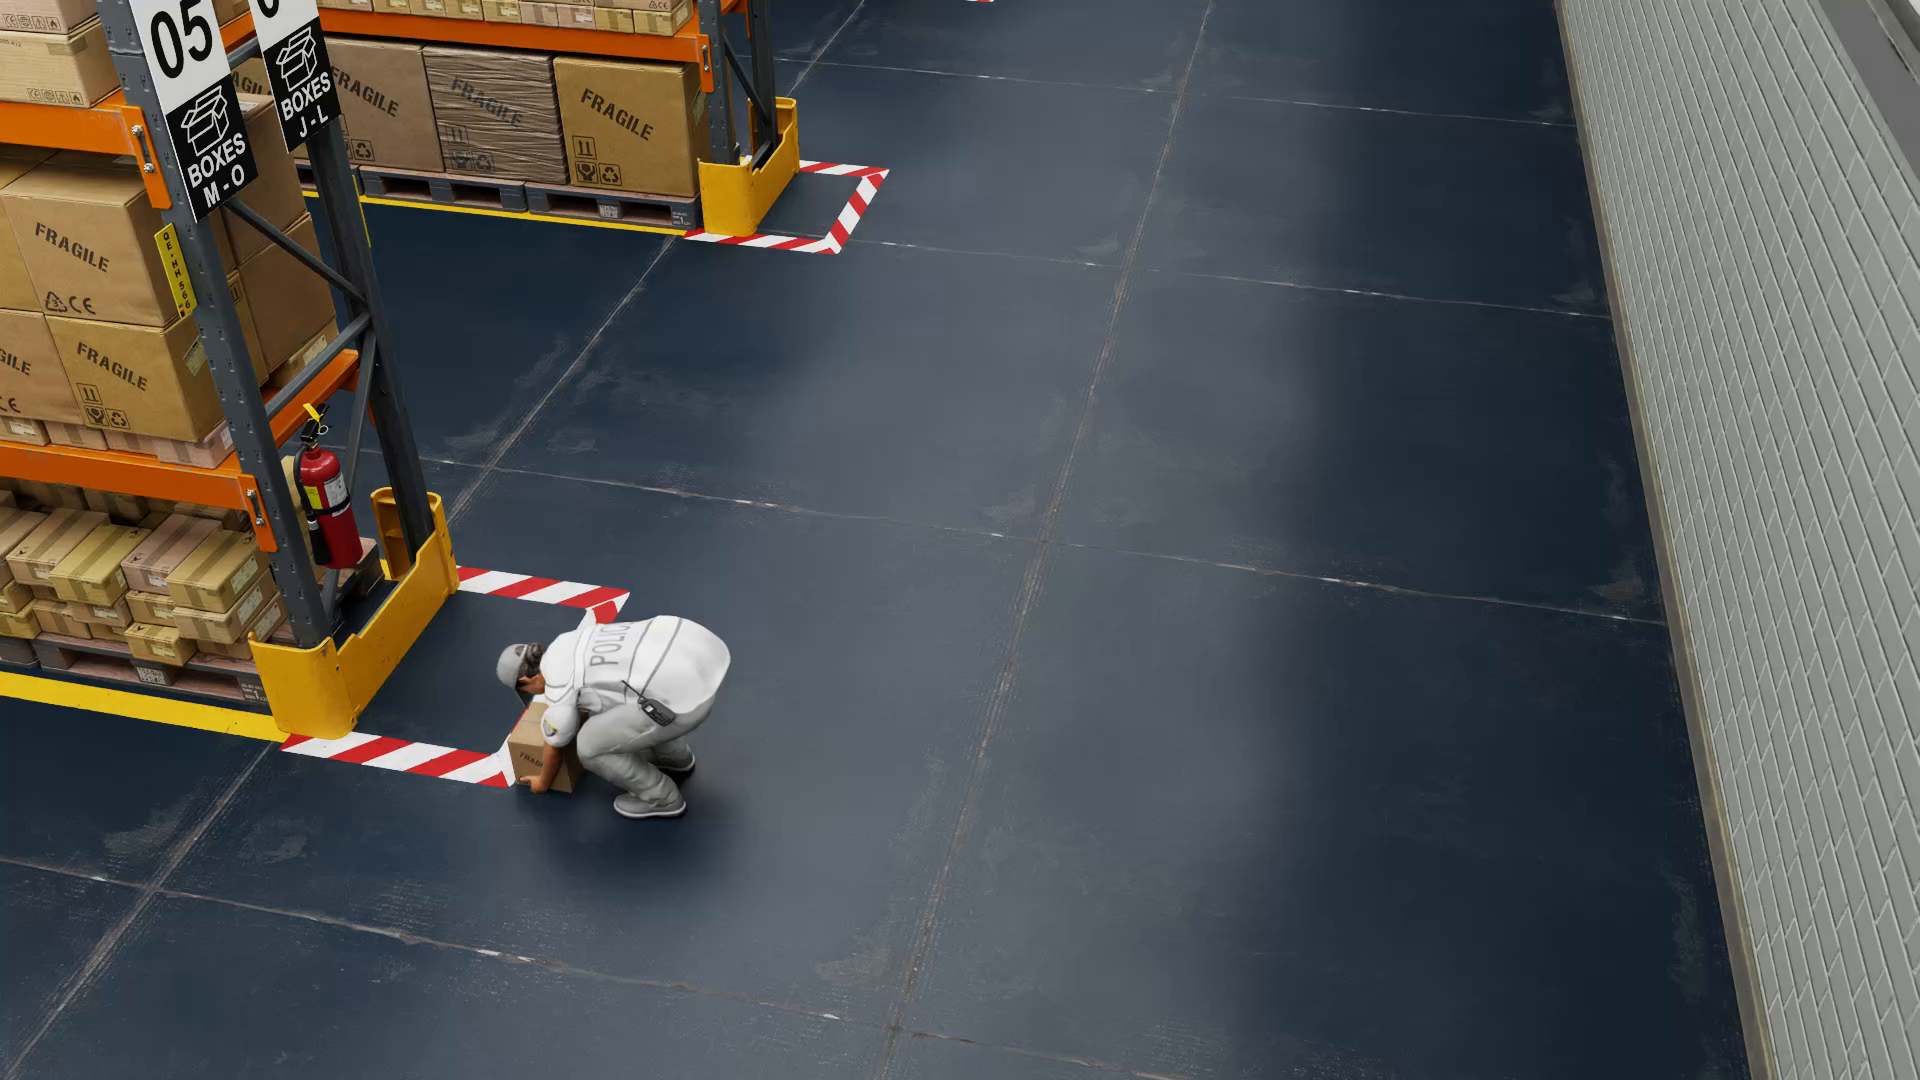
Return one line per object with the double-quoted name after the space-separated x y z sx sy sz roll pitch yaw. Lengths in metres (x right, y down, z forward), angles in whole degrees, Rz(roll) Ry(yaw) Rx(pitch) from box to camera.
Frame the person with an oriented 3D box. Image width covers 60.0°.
-1.405 0.695 6.750 0.920 0.833 0.512 6 37 8 "person"
